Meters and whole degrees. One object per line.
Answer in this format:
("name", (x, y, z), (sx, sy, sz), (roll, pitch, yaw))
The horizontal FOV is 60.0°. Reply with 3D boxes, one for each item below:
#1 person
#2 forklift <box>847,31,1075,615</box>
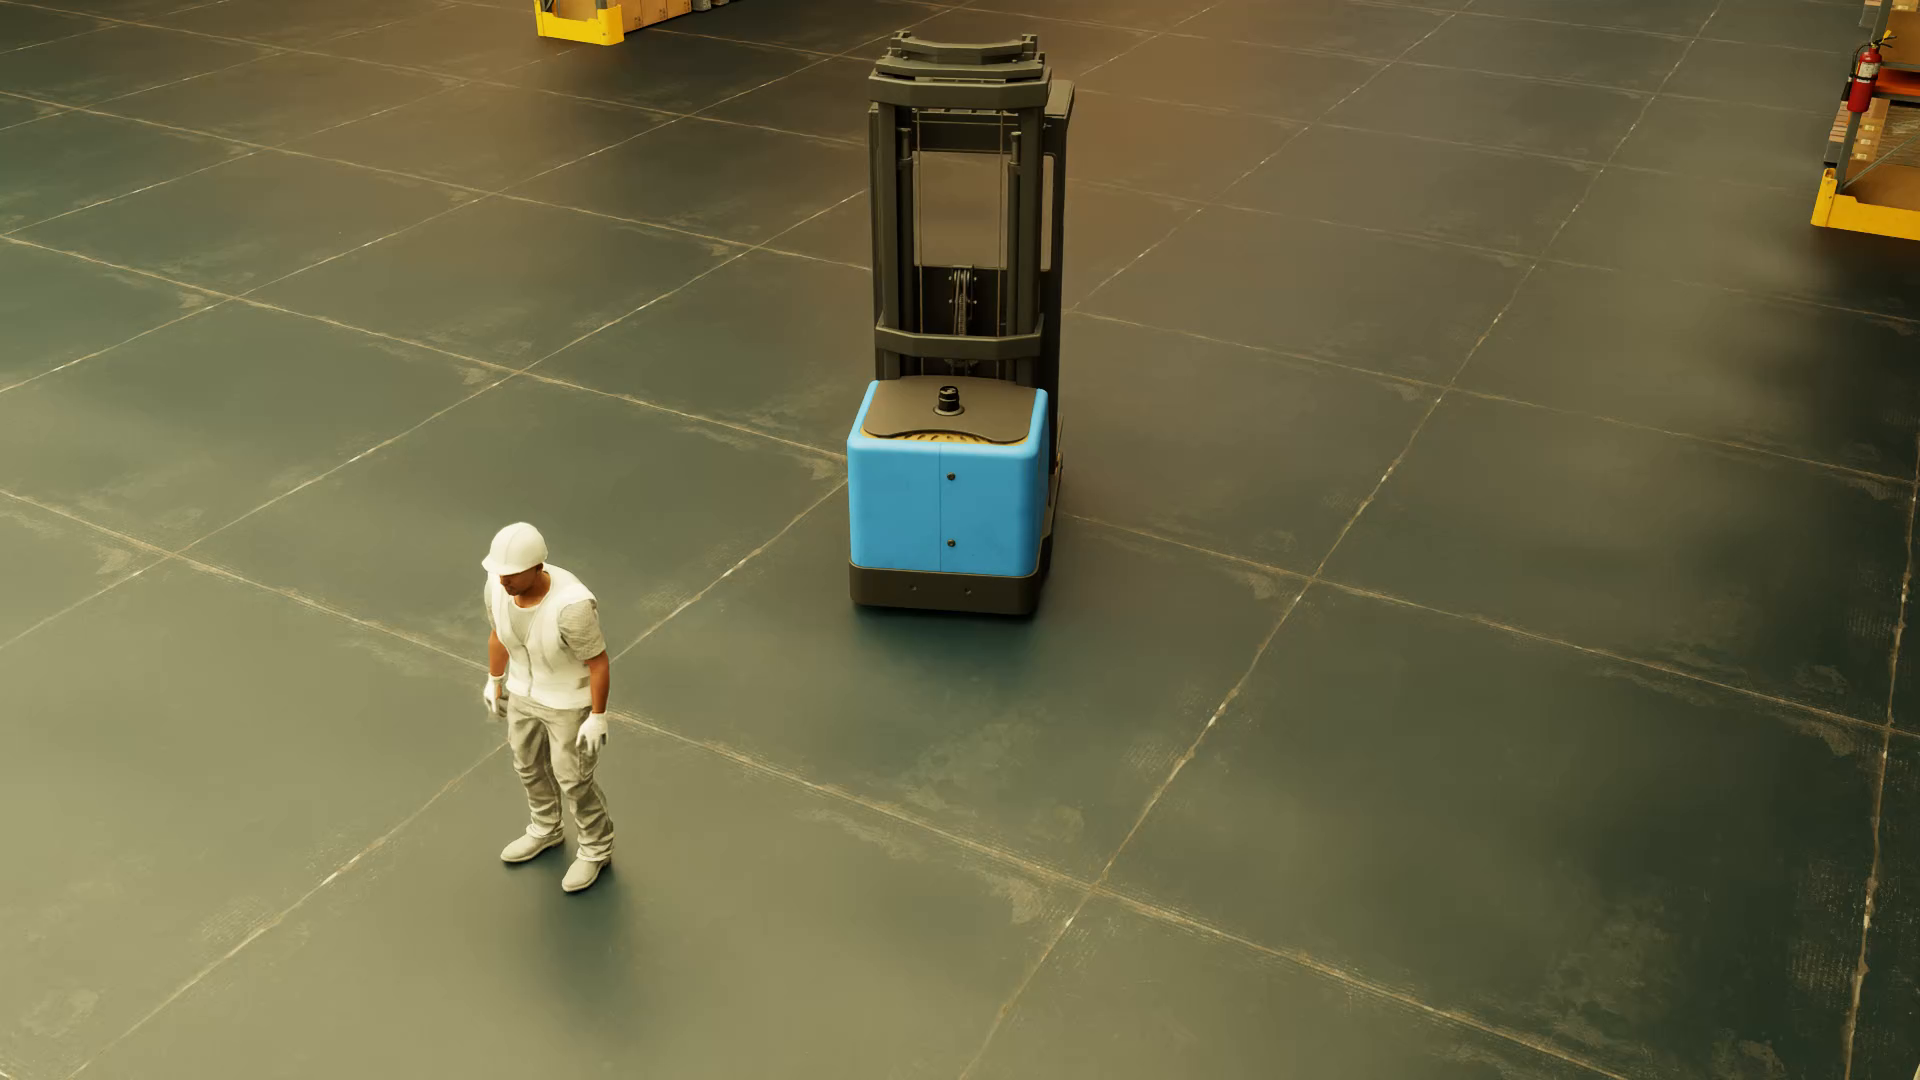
("person", (-1.744, 0.682, 7.048), (0.629, 1.775, 0.444), (16, 34, 25))
("forklift", (0.072, -1.572, 9.794), (1.130, 2.935, 3.031), (3, 30, 6))
